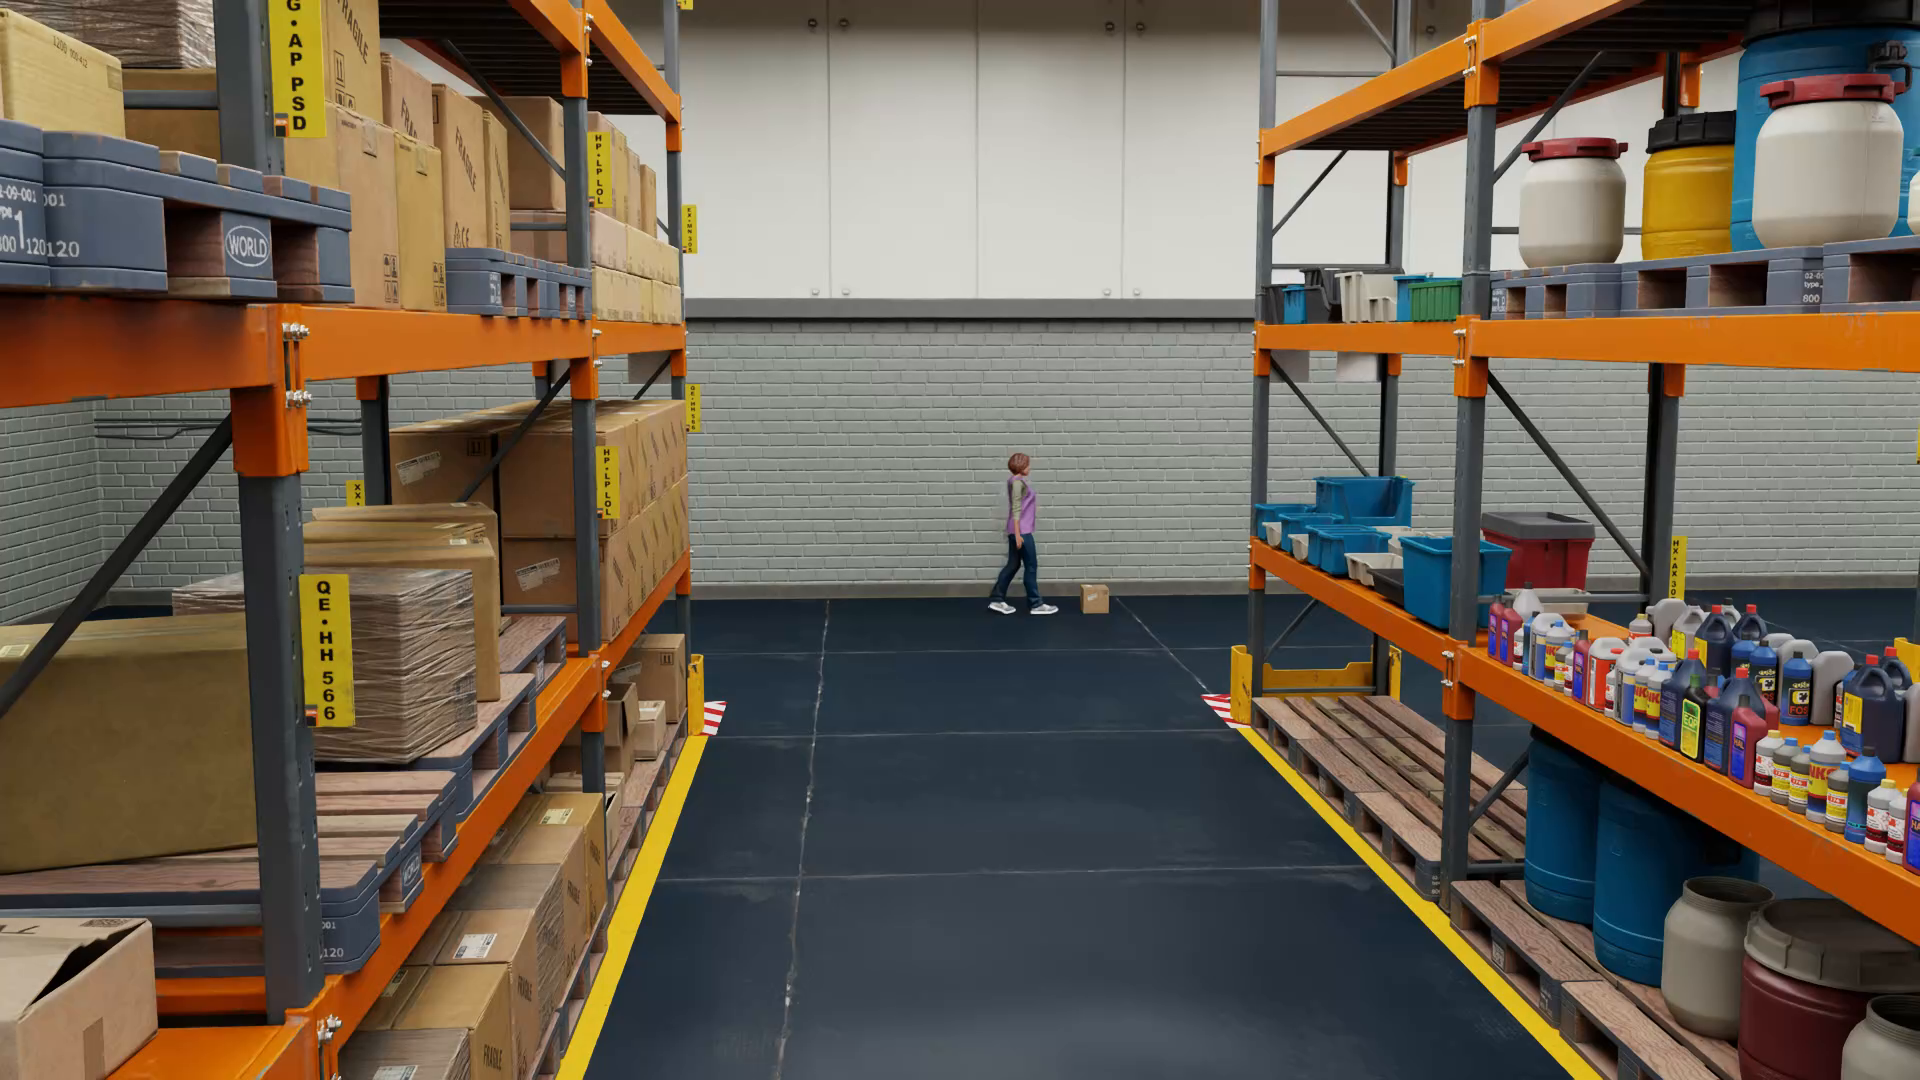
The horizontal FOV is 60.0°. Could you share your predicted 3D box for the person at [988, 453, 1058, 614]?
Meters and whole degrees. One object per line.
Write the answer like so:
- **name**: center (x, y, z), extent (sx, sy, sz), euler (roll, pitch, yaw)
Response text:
- **person**: center (0.619, -0.063, 16.279), extent (0.679, 1.580, 0.444), euler (0, 7, -4)
